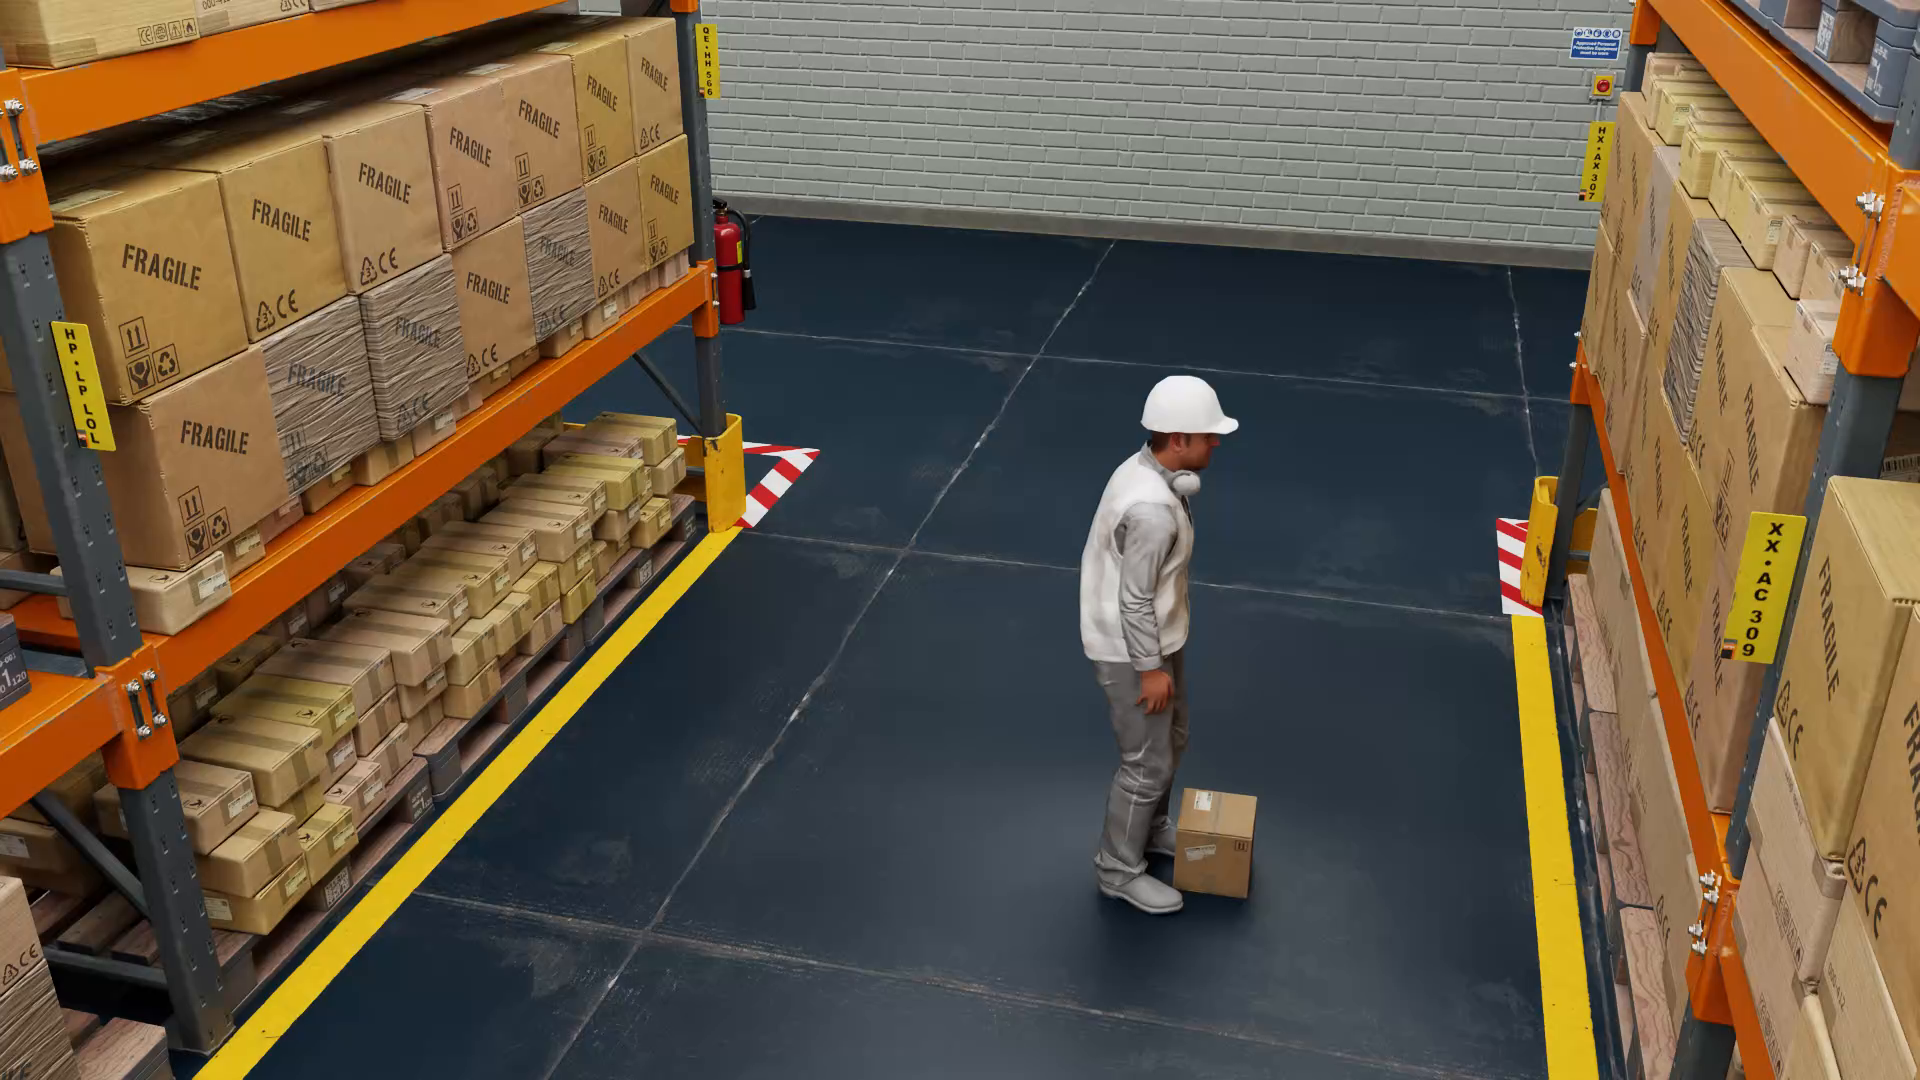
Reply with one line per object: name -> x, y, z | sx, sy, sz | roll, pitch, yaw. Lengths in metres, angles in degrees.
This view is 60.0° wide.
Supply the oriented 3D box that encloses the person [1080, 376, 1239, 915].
person -> 0.622, 0.316, 5.405 | 0.475, 1.771, 0.593 | 5, 26, 10
